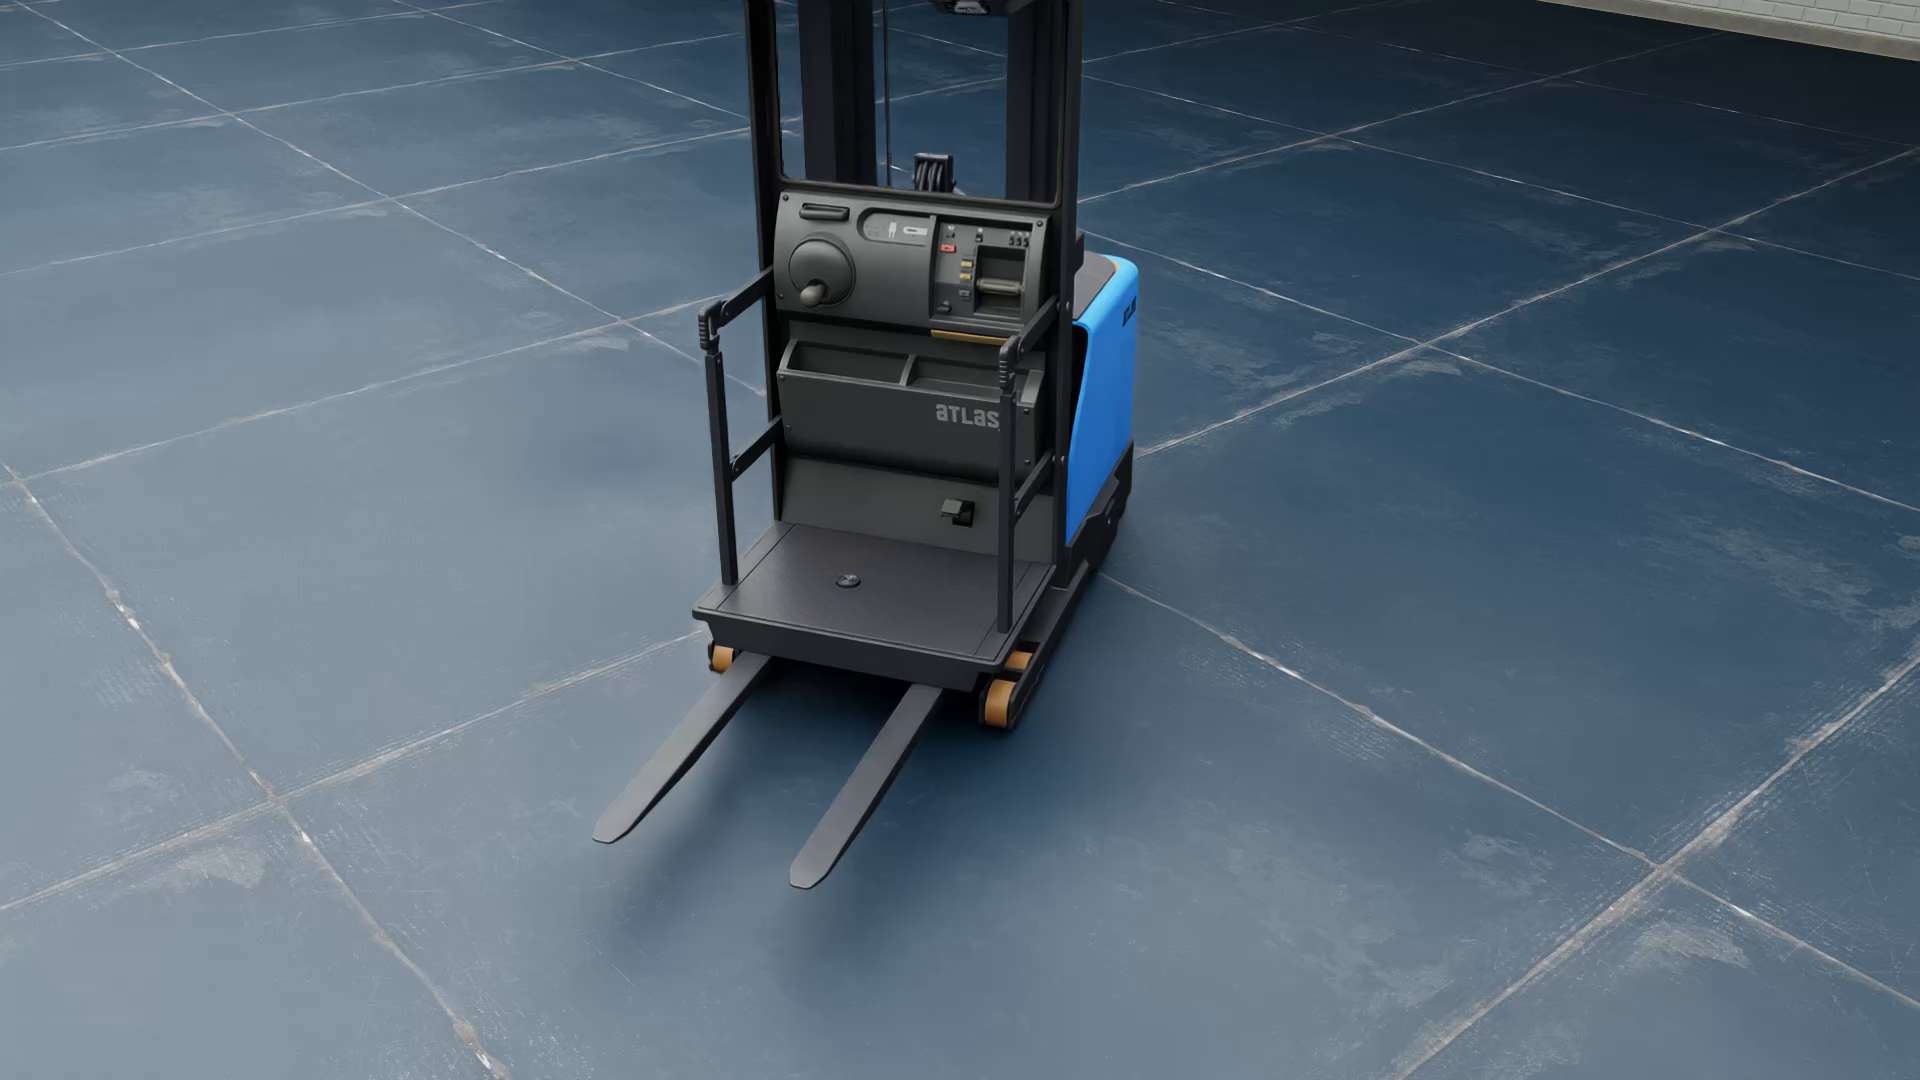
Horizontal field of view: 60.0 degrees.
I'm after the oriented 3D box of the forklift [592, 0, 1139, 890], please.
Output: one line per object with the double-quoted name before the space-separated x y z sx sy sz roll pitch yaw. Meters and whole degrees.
"forklift" -0.238 -0.876 5.280 1.130 2.935 3.031 9 29 16
